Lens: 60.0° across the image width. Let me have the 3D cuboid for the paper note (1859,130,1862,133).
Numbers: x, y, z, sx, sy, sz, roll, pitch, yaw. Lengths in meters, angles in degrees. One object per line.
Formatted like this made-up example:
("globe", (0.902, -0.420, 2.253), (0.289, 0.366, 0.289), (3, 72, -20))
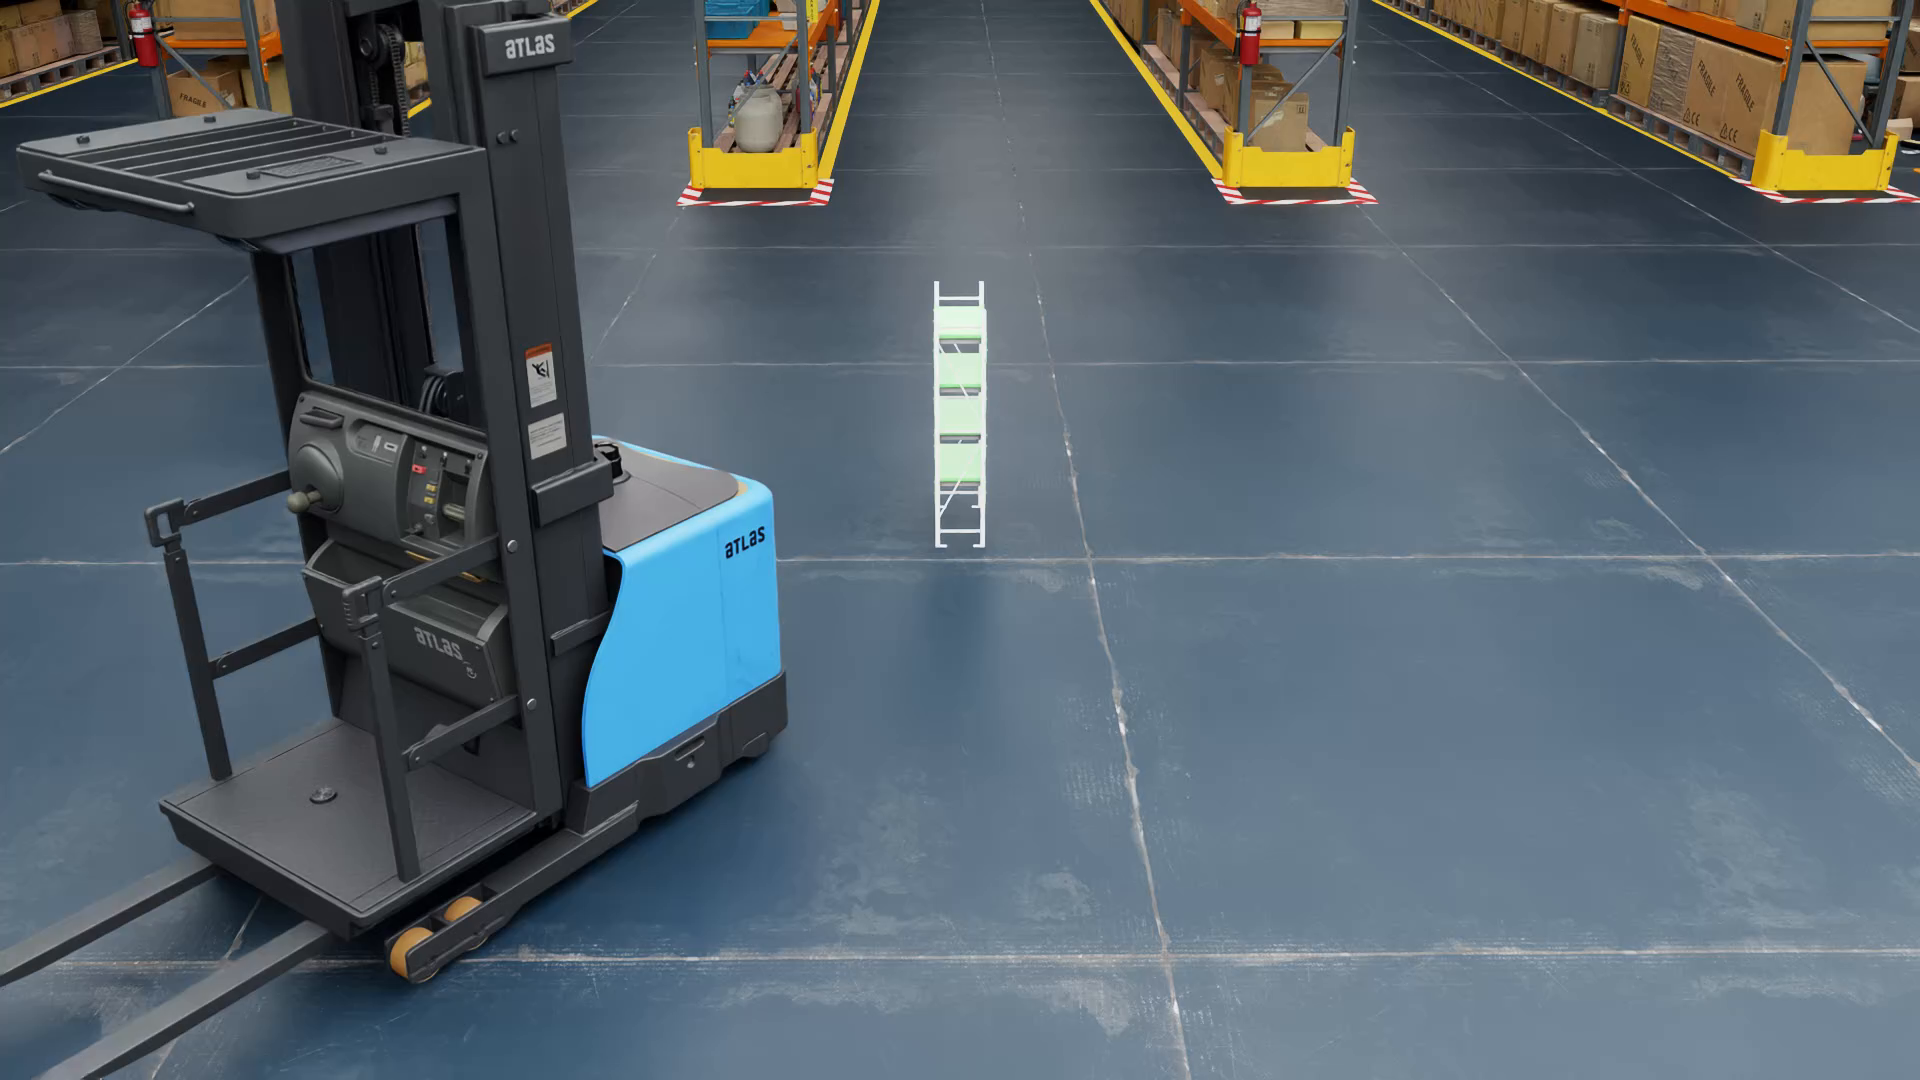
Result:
("paper note", (9.836, -4.428, 18.012), (0.172, 0.023, 0.155), (8, 26, 18))

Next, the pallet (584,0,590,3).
("pallet", (-6.996, -9.626, 29.278), (1.003, 0.211, 1.213), (0, 24, -1))

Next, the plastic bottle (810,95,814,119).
("plastic bottle", (-1.592, -4.572, 17.497), (0.097, 0.271, 0.097), (0, 24, 0))

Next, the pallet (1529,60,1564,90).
("pallet", (7.891, -5.886, 21.009), (1.003, 0.211, 1.213), (0, 24, -1))

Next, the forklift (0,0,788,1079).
("forklift", (-1.934, -0.180, 5.092), (1.130, 2.935, 3.031), (16, 29, 32))

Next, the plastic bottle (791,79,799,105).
("plastic bottle", (-1.773, -4.938, 18.299), (0.152, 0.276, 0.135), (0, 24, -1))

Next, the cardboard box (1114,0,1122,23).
("cardboard box", (2.981, -8.243, 24.903), (1.225, 0.875, 0.875), (-1, 24, -2))

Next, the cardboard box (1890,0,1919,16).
("cardboard box", (12.972, -7.556, 23.385), (0.875, 0.875, 0.875), (0, 24, -1))

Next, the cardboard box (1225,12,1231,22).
("cardboard box", (2.834, -5.223, 16.464), (0.380, 0.149, 0.250), (0, 24, -1))

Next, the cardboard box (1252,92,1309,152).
("cardboard box", (3.084, -4.016, 16.014), (0.500, 0.500, 0.500), (4, 25, 9))

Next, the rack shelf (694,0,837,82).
("rack shelf", (-1.901, -5.180, 16.937), (1.077, 0.370, 4.000), (0, 24, -1))

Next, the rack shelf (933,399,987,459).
("rack shelf", (-0.002, -0.557, 8.180), (0.258, 0.148, 0.480), (0, 24, -1))

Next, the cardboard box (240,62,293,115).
("cardboard box", (-6.623, -4.372, 16.193), (0.500, 0.500, 0.500), (0, 24, -1))

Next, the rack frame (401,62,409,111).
("rack frame", (-6.876, -6.312, 18.565), (1.000, 3.000, 0.127), (0, 24, -1))

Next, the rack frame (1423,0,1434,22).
("rack frame", (7.904, -9.632, 25.906), (1.000, 3.000, 0.127), (0, 24, -1))

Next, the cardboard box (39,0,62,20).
("cardboard box", (-11.869, -6.808, 21.252), (0.500, 0.250, 0.500), (0, 24, 0))

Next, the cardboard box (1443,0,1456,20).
("cardboard box", (7.654, -8.161, 25.177), (0.500, 0.500, 0.500), (1, 24, 2))

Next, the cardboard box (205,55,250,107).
("cardboard box", (-7.161, -4.575, 16.643), (0.500, 0.500, 0.500), (0, 24, -1))

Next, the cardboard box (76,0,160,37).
("cardboard box", (-11.749, -7.452, 23.185), (0.750, 0.750, 0.750), (-1, 24, -1))

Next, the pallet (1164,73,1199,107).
("pallet", (3.020, -5.405, 19.944), (1.003, 0.211, 1.213), (0, 24, -1))

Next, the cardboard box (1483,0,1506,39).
("cardboard box", (7.679, -7.306, 23.288), (0.500, 0.500, 0.500), (0, 24, -1))

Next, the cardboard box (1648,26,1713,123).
("cardboard box", (7.942, -4.928, 17.574), (0.875, 0.875, 0.875), (0, 24, 0))

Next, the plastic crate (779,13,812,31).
("plastic crate", (-1.567, -4.934, 15.840), (0.298, 0.136, 0.250), (0, 24, -1))

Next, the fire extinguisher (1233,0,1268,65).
("fire extinguisher", (2.614, -4.622, 14.923), (0.296, 0.674, 0.183), (0, 24, -1))

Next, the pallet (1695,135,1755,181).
("pallet", (7.948, -3.746, 16.276), (1.003, 0.211, 1.213), (0, 24, -1))

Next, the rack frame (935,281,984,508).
("rack frame", (-0.004, -0.715, 8.376), (0.240, 1.200, 0.015), (0, 24, -1))

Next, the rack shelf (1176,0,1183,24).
("rack shelf", (3.008, -6.851, 20.631), (1.077, 0.370, 4.000), (0, 24, -1))

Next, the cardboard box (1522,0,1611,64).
("cardboard box", (7.877, -6.538, 21.287), (1.050, 0.750, 0.750), (0, 24, 0))

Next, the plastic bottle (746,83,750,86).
("plastic bottle", (-2.287, -4.817, 18.038), (0.097, 0.271, 0.097), (0, 24, 0))

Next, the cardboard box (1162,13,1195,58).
("cardboard box", (3.033, -6.560, 21.614), (0.700, 0.500, 0.500), (-2, 24, -5))

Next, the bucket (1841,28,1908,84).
("bucket", (10.298, -5.491, 18.878), (0.726, 0.611, 0.620), (8, 16, 18))

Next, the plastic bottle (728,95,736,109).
("plastic bottle", (-2.357, -4.450, 17.211), (0.061, 0.283, 0.133), (0, 24, 1))

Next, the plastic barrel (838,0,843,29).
("plastic barrel", (-2.001, -7.740, 24.140), (0.600, 0.588, 0.708), (0, 24, -1))

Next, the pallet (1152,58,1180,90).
("pallet", (3.004, -5.909, 21.059), (1.003, 0.211, 1.213), (0, 24, -1))

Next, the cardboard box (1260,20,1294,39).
("cardboard box", (2.864, -4.708, 15.325), (0.380, 0.149, 0.250), (0, 24, -1))

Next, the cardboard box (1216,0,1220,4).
("cardboard box", (3.008, -5.526, 16.346), (0.875, 0.500, 0.500), (0, 24, -1))

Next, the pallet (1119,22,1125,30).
("pallet", (3.027, -8.063, 25.822), (1.003, 0.211, 1.213), (0, 24, -1))

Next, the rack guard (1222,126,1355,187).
("rack guard", (3.073, -3.599, 15.600), (1.175, 0.500, 0.348), (0, 24, -1))

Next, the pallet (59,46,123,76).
("pallet", (-11.865, -6.344, 22.020), (1.003, 0.211, 1.213), (0, 24, -1))

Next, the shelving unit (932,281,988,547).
("shelving unit", (-0.002, -0.615, 8.154), (0.258, 1.200, 0.503), (0, 24, -1))

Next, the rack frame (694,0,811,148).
("rack frame", (-1.879, -4.684, 14.967), (1.000, 3.000, 0.127), (0, 24, -1))

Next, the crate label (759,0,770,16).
("crate label", (-2.169, -5.457, 16.634), (0.502, 0.435, 0.616), (0, 24, -1))

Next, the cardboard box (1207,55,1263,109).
("cardboard box", (3.008, -5.006, 18.202), (0.500, 0.500, 0.500), (8, 25, 16))

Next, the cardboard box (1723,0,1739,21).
("cardboard box", (8.077, -5.366, 16.292), (0.875, 0.550, 0.550), (0, 24, -1))

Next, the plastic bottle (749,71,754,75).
("plastic bottle", (-2.357, -5.156, 18.788), (0.097, 0.271, 0.097), (0, 24, 0))

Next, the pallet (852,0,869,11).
("pallet", (-2.073, -9.165, 28.258), (1.003, 0.211, 1.213), (0, 24, -1))

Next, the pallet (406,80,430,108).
("pallet", (-6.923, -5.345, 19.811), (1.003, 0.211, 1.213), (0, 24, -1))

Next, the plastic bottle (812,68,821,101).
("plastic bottle", (-1.627, -5.062, 18.483), (0.144, 0.351, 0.185), (-1, 24, -2))

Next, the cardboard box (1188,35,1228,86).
("cardboard box", (3.045, -5.669, 19.645), (0.700, 0.500, 0.500), (-2, 24, -5))

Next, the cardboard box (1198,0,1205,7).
("cardboard box", (2.726, -5.738, 17.602), (0.380, 0.149, 0.250), (0, 24, -1))

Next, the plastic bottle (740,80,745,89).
("plastic bottle", (-2.322, -4.738, 17.768), (0.144, 0.351, 0.185), (0, 24, -1))

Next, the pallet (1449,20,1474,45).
("pallet", (7.930, -7.537, 24.657), (1.003, 0.211, 1.213), (0, 24, -1))

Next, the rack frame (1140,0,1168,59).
("rack frame", (2.987, -8.003, 22.305), (1.000, 3.000, 0.127), (0, 24, -1))

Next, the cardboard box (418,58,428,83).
("cardboard box", (-6.636, -5.628, 19.881), (0.500, 0.250, 0.500), (0, 24, 1))

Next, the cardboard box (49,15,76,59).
("cardboard box", (-11.923, -6.488, 21.456), (0.700, 0.500, 0.500), (0, 24, -1))

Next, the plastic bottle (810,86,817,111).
("plastic bottle", (-1.624, -4.749, 17.881), (0.152, 0.276, 0.135), (0, 24, 0))

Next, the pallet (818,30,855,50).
("pallet", (-2.016, -7.035, 23.548), (1.003, 0.211, 1.213), (0, 24, -1))
